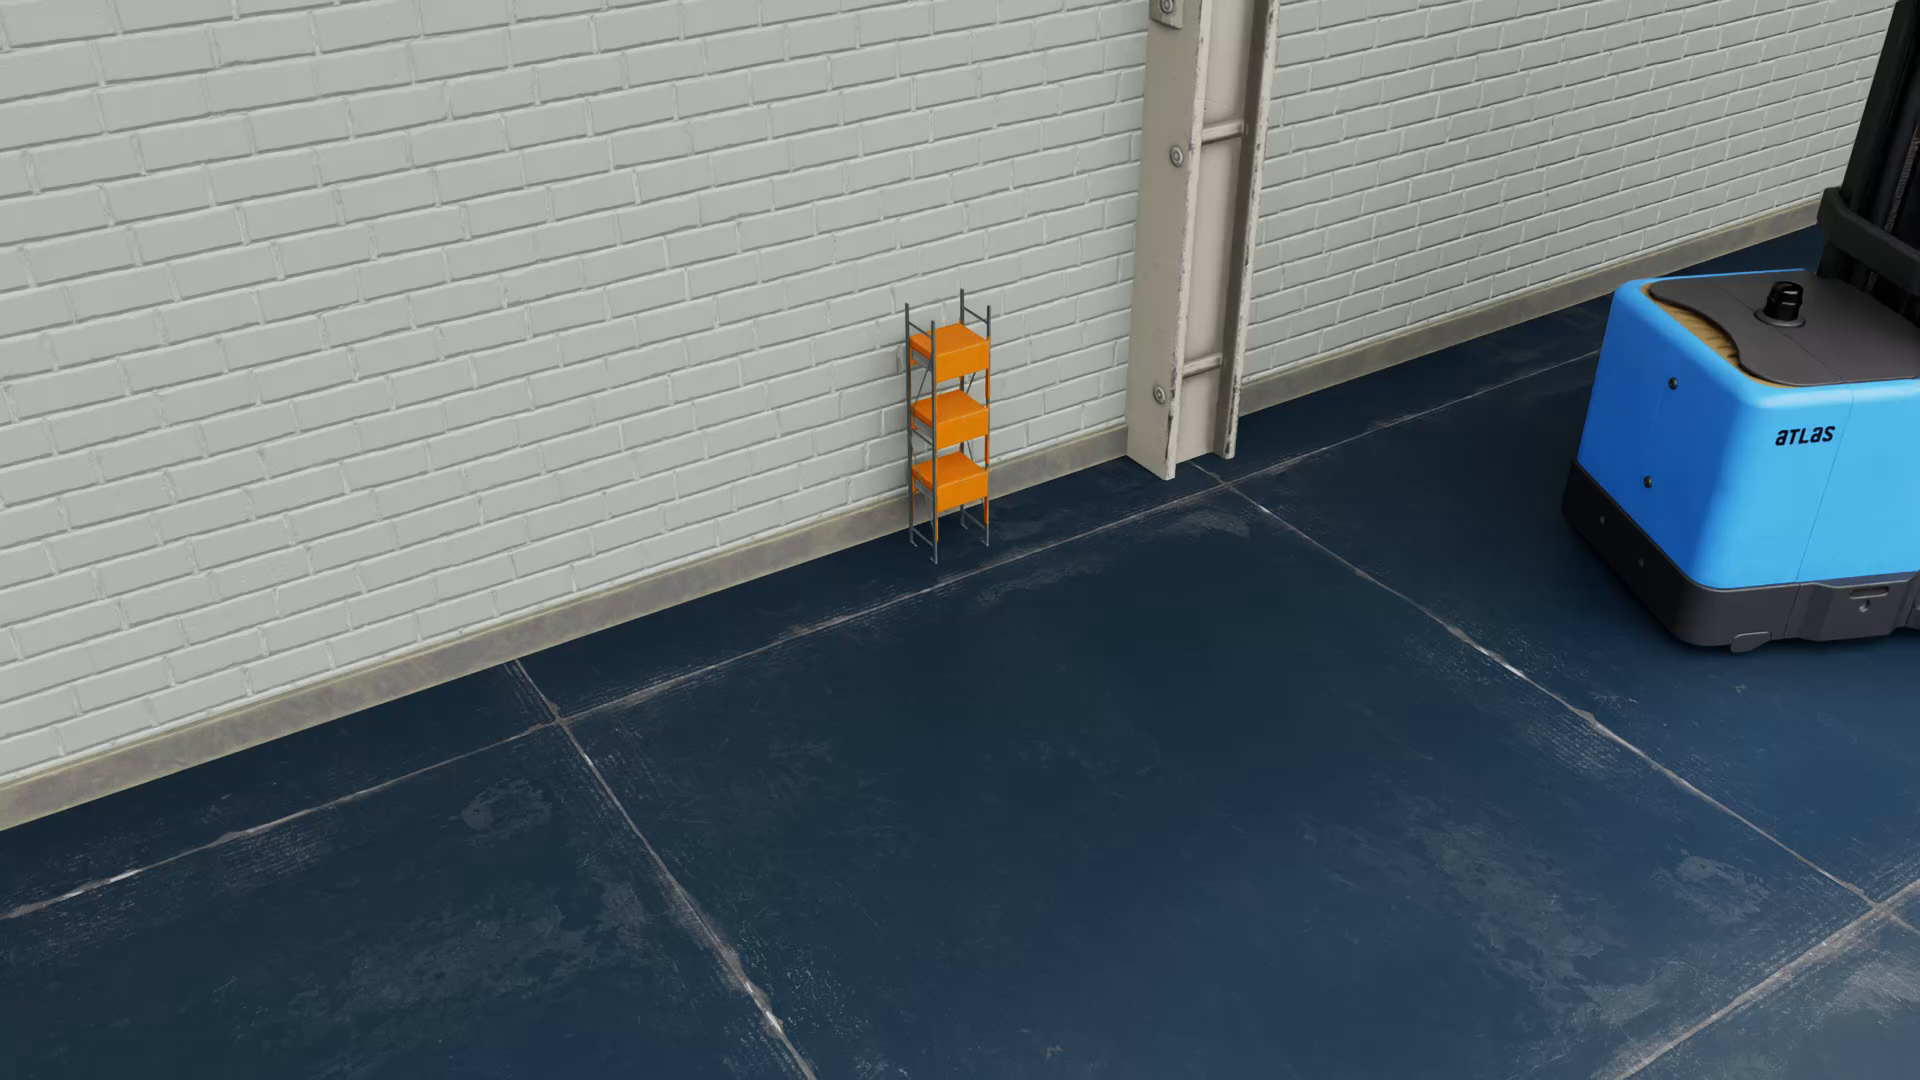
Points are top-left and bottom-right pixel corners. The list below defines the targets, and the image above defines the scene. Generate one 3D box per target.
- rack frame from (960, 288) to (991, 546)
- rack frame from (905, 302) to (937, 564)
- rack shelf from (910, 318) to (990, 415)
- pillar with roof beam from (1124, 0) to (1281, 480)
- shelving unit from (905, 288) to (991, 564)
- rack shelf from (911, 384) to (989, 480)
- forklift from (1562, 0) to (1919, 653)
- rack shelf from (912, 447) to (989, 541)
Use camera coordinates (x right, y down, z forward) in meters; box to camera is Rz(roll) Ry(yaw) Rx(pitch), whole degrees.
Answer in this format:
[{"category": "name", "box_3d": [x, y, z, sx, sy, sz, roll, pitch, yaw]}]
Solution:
[{"category": "rack frame", "box_3d": [0.058, -0.464, 6.501, 0.008, 1.050, 0.200, -19, 37, -27]}, {"category": "rack frame", "box_3d": [-0.147, -0.393, 6.389, 0.008, 1.050, 0.200, -19, 37, -27]}, {"category": "rack shelf", "box_3d": [-0.045, -0.660, 6.300, 0.240, 0.259, 0.215, -19, 37, -27]}, {"category": "pillar with roof beam", "box_3d": [3.299, -2.257, 1.894, 0.400, 9.000, 9.100, -19, 37, -27]}, {"category": "shelving unit", "box_3d": [-0.045, -0.429, 6.445, 0.252, 1.050, 0.215, -19, 37, -27]}, {"category": "rack shelf", "box_3d": [-0.045, -0.420, 6.451, 0.240, 0.259, 0.215, -19, 37, -27]}, {"category": "forklift", "box_3d": [4.025, -1.190, 5.890, 3.031, 2.935, 1.130, -5, 33, -8]}, {"category": "rack shelf", "box_3d": [-0.045, -0.185, 6.599, 0.240, 0.259, 0.215, -19, 37, -27]}]
